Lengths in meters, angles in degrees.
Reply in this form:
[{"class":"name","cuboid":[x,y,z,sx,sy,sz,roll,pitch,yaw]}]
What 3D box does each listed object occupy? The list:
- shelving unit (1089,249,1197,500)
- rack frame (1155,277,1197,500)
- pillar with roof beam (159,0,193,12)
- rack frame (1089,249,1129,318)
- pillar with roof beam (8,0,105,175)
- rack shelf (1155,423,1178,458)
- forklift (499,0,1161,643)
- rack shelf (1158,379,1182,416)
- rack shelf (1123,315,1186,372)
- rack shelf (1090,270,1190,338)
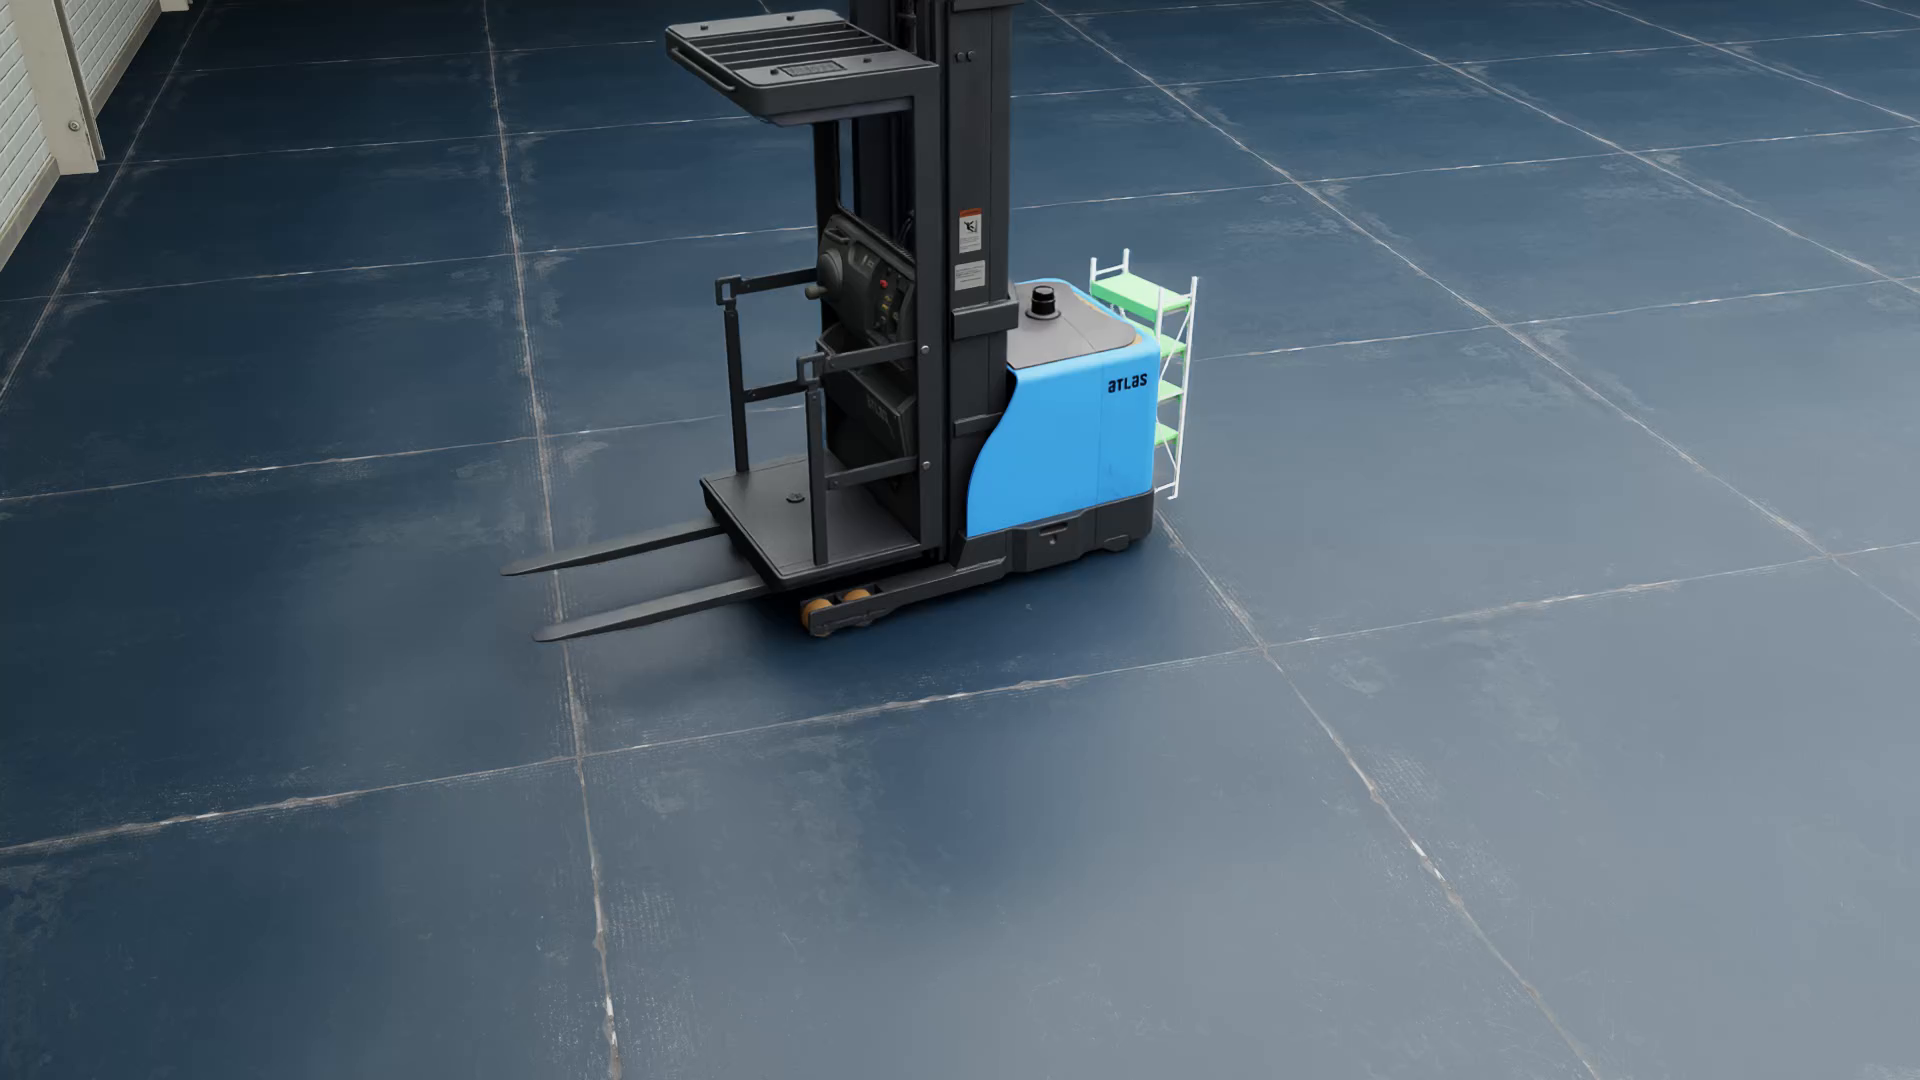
[{"class":"shelving unit","cuboid":[0.890,-0.811,8.448,0.258,1.200,0.503,-20,36,-32]},{"class":"rack frame","cuboid":[1.038,-0.714,8.281,0.240,1.200,0.015,-20,36,-32]},{"class":"pillar with roof beam","cuboid":[-4.570,-10.393,17.223,9.100,9.000,0.400,-8,31,-13]},{"class":"rack frame","cuboid":[0.742,-0.908,8.616,0.240,1.200,0.015,-20,36,-32]},{"class":"pillar with roof beam","cuboid":[-2.978,-7.495,12.217,9.100,9.000,0.400,-8,31,-13]},{"class":"rack shelf","cuboid":[0.885,-0.546,8.597,0.258,0.148,0.480,-20,36,-32]},{"class":"forklift","cuboid":[-0.602,-1.135,7.285,3.031,2.935,1.130,-14,33,-23]},{"class":"rack shelf","cuboid":[0.889,-0.756,8.480,0.258,0.148,0.480,-20,36,-32]},{"class":"rack shelf","cuboid":[0.893,-0.965,8.362,0.258,0.148,0.480,-20,36,-32]},{"class":"rack shelf","cuboid":[0.897,-1.174,8.244,0.258,0.148,0.480,-20,36,-32]}]
